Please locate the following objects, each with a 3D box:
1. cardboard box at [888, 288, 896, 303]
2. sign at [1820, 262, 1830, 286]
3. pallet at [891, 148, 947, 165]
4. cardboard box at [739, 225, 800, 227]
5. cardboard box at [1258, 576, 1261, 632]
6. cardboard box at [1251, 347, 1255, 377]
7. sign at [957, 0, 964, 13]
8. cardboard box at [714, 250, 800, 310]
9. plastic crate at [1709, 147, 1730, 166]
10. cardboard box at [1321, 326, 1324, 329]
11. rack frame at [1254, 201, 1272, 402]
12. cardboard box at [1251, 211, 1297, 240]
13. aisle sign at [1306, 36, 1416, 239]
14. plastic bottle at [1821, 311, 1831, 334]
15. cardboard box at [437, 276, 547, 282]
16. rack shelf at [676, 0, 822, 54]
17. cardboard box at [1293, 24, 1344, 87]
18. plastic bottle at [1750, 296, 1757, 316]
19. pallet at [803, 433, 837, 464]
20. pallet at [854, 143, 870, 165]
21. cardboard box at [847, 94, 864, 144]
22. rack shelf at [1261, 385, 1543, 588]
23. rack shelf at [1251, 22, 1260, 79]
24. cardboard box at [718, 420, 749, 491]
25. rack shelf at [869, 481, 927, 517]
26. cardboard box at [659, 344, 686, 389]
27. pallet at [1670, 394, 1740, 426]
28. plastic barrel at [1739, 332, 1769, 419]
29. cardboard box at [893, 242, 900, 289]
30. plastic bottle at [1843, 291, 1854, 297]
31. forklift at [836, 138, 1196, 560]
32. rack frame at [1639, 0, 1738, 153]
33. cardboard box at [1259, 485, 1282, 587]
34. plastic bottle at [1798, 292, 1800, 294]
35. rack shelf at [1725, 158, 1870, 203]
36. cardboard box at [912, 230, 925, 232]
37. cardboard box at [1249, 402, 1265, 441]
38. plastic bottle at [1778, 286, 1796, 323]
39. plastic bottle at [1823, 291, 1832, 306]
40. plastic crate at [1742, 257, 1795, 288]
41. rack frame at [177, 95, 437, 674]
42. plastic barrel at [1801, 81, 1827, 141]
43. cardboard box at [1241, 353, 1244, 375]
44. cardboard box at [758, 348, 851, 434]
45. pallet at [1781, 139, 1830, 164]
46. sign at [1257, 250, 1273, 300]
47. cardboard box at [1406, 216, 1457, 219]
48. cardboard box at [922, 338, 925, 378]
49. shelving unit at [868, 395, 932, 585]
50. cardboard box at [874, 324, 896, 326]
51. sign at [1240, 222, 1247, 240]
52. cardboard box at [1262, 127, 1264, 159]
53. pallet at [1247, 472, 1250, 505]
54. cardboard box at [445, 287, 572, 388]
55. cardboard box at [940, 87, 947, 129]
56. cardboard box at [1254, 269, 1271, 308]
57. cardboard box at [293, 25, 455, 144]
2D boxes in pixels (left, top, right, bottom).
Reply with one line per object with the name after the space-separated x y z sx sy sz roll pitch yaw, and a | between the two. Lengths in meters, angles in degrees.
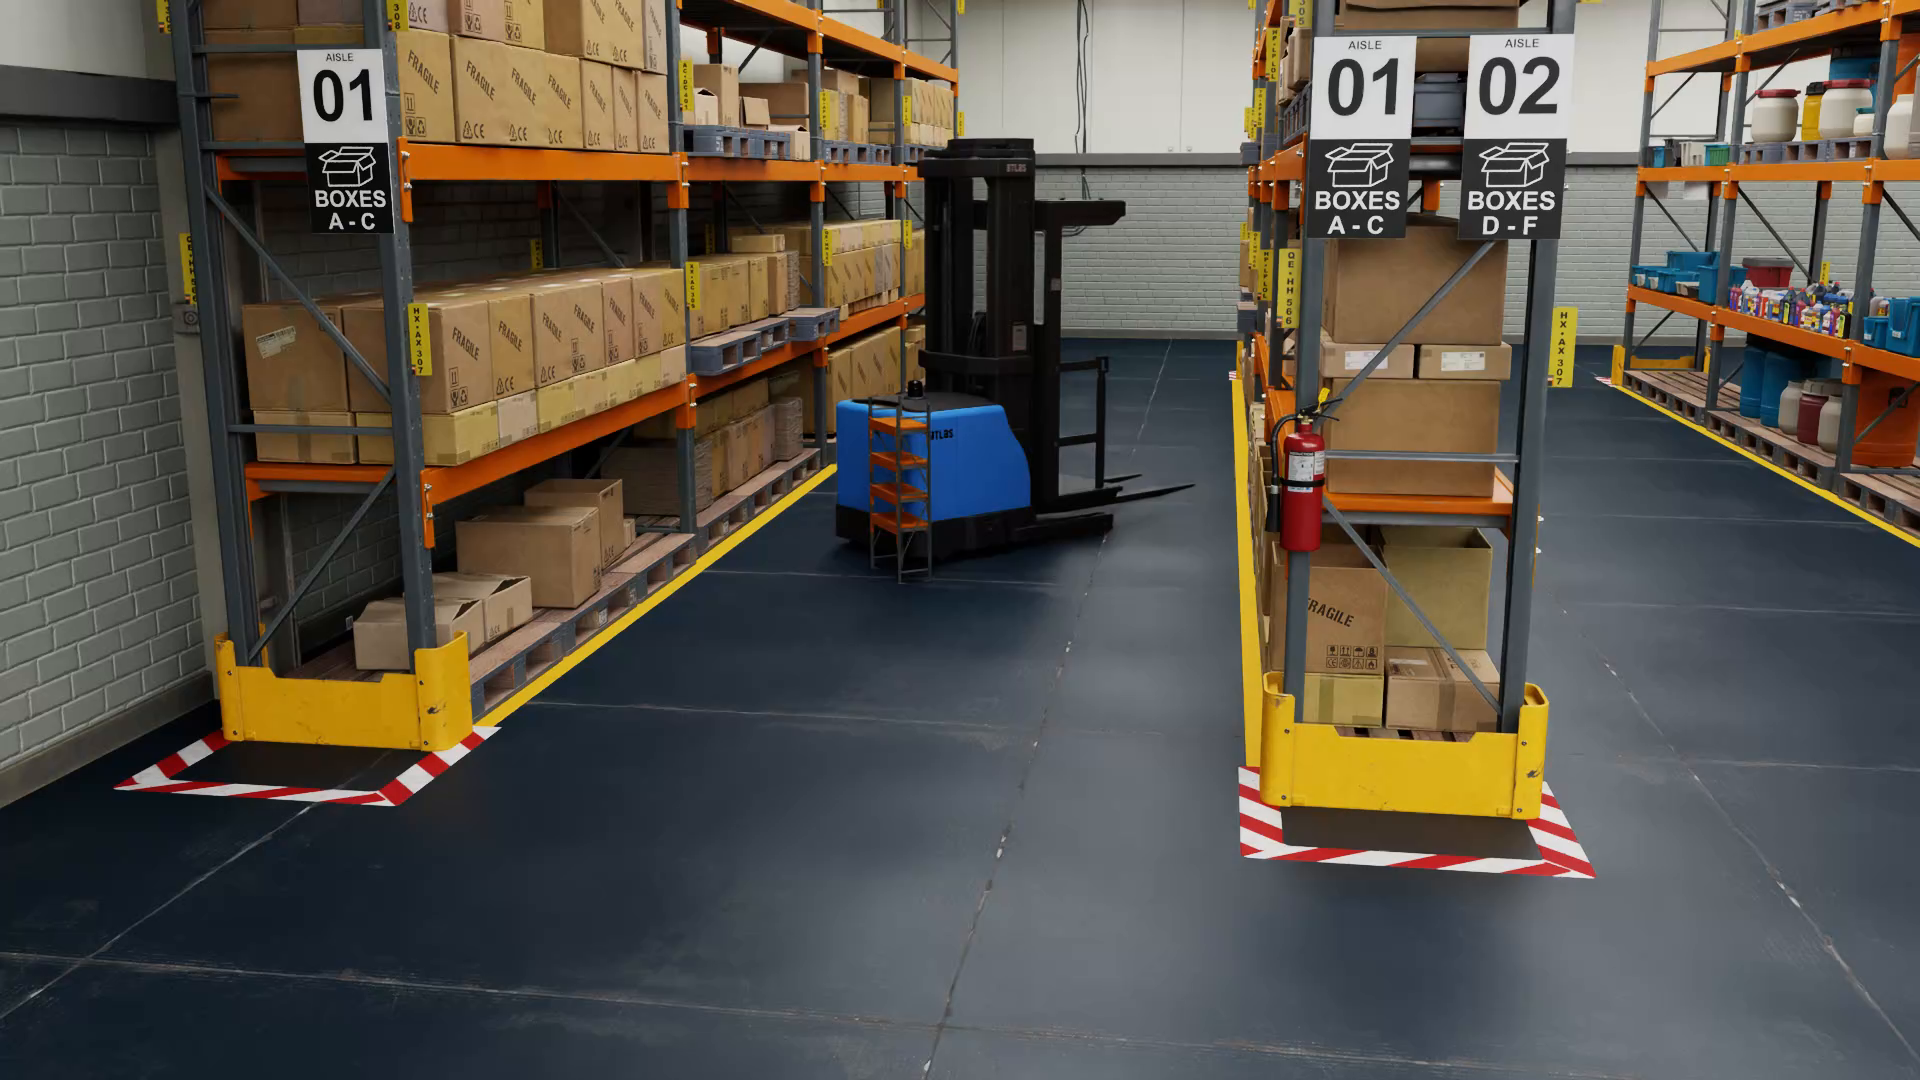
-0.930 -2.756 18.709 0.380 0.149 0.250 2 12 10 | cardboard box
9.190 -2.798 17.698 0.100 0.325 0.005 2 12 9 | sign
-0.631 -5.102 22.140 1.003 0.211 1.213 2 12 9 | pallet
-1.861 -2.950 16.291 0.500 0.250 0.500 1 12 7 | cardboard box
1.917 0.361 9.227 0.500 0.250 0.500 2 12 9 | cardboard box
3.207 -1.796 16.817 0.500 0.250 0.500 2 12 8 | cardboard box
0.007 -7.242 22.331 0.100 0.325 0.005 2 12 9 | sign
-1.820 -2.335 14.925 0.700 0.500 0.500 0 12 2 | cardboard box
8.413 -4.141 17.973 0.450 0.188 0.662 2 12 9 | plastic crate
1.897 -0.956 8.030 0.380 0.149 0.250 2 12 9 | cardboard box
3.138 -2.009 14.696 1.000 3.000 0.127 2 12 9 | rack frame
3.575 -3.493 18.971 0.500 0.500 0.500 2 12 9 | cardboard box
1.607 -1.611 6.676 0.394 0.787 0.004 2 12 9 | aisle sign
7.758 -1.941 14.849 0.097 0.201 0.097 0 12 0 | plastic bottle
-2.817 -1.337 10.106 0.500 0.500 0.500 2 12 10 | cardboard box
-2.065 -4.138 12.992 1.077 0.370 4.000 2 12 9 | rack shelf
1.824 -2.259 7.762 0.500 0.250 0.500 2 12 9 | cardboard box
8.083 -2.380 16.887 0.097 0.201 0.097 0 12 0 | plastic bottle
-1.562 -0.967 16.481 1.003 0.211 1.213 2 12 9 | pallet
-1.542 -3.912 16.852 1.003 0.211 1.213 2 12 11 | pallet
-1.408 -4.434 17.547 0.700 0.500 0.500 2 12 8 | cardboard box
2.215 -0.409 8.977 1.077 0.370 4.000 2 12 9 | rack shelf
4.060 -5.838 19.936 1.077 0.370 4.000 2 12 9 | rack shelf
-2.128 -0.697 13.498 0.700 0.500 0.500 2 12 9 | cardboard box
-0.407 -0.281 11.268 0.258 0.148 0.480 -6 13 -24 | rack shelf
-2.146 -1.164 11.084 0.500 0.250 0.500 2 12 9 | cardboard box
8.722 -1.472 18.822 1.003 0.211 1.213 2 12 9 | pallet
8.546 -1.747 17.466 0.600 0.901 0.708 2 12 9 | plastic barrel
-0.964 -3.101 18.773 0.500 0.500 0.500 2 12 8 | cardboard box
8.751 -2.318 16.425 0.152 0.276 0.135 2 12 9 | plastic bottle
0.542 -1.521 12.595 3.031 2.935 1.130 -10 16 -38 | forklift
9.262 -6.446 21.043 1.000 3.000 0.127 2 12 9 | rack frame
1.913 -0.006 9.149 0.500 0.500 0.500 2 12 9 | cardboard box
8.779 -2.491 17.404 0.097 0.201 0.097 0 12 0 | plastic bottle
8.339 -3.379 15.640 1.077 0.370 4.000 2 12 9 | rack shelf
-0.697 -3.723 21.935 0.980 0.700 0.700 2 12 8 | cardboard box
2.767 -1.045 14.421 0.500 0.311 0.500 2 12 11 | cardboard box
7.963 -2.258 15.967 0.144 0.351 0.185 2 12 9 | plastic bottle
8.646 -2.344 16.557 0.097 0.271 0.097 0 12 0 | plastic bottle
9.032 -2.919 18.623 0.402 0.464 0.583 2 12 9 | plastic crate
-2.988 -0.504 7.710 1.000 3.000 0.127 2 12 9 | rack frame
8.707 -4.248 16.519 0.600 0.588 0.600 0 12 0 | plastic barrel
3.850 -2.233 21.219 0.500 0.250 0.500 2 12 9 | cardboard box
-1.515 -1.472 16.310 0.750 0.750 0.750 2 12 8 | cardboard box
8.451 -3.652 15.648 1.003 0.211 1.213 2 12 9 | pallet
1.985 -1.719 10.791 0.100 0.325 0.005 2 12 9 | sign
2.229 -1.454 8.802 0.700 0.500 0.500 2 12 9 | cardboard box
-0.764 -2.349 21.207 0.700 0.500 0.500 2 12 10 | cardboard box
-0.407 -0.347 11.254 0.258 1.200 0.503 -6 13 -24 | shelving unit
-0.986 -2.648 21.056 0.380 0.149 0.250 2 12 9 | cardboard box
3.832 -4.115 22.414 0.100 0.325 0.005 2 12 9 | sign
3.250 -3.722 15.289 0.910 0.500 0.500 2 12 9 | cardboard box
2.973 -0.476 14.201 1.003 0.211 1.213 2 12 9 | pallet
-2.446 -1.106 9.035 0.500 0.500 0.500 1 12 7 | cardboard box
-0.458 -5.583 21.501 0.500 0.500 0.500 2 12 10 | cardboard box
3.123 -2.398 15.267 0.700 0.500 0.500 -2 12 -10 | cardboard box
-2.689 -2.090 7.667 0.500 0.500 0.500 2 12 10 | cardboard box
